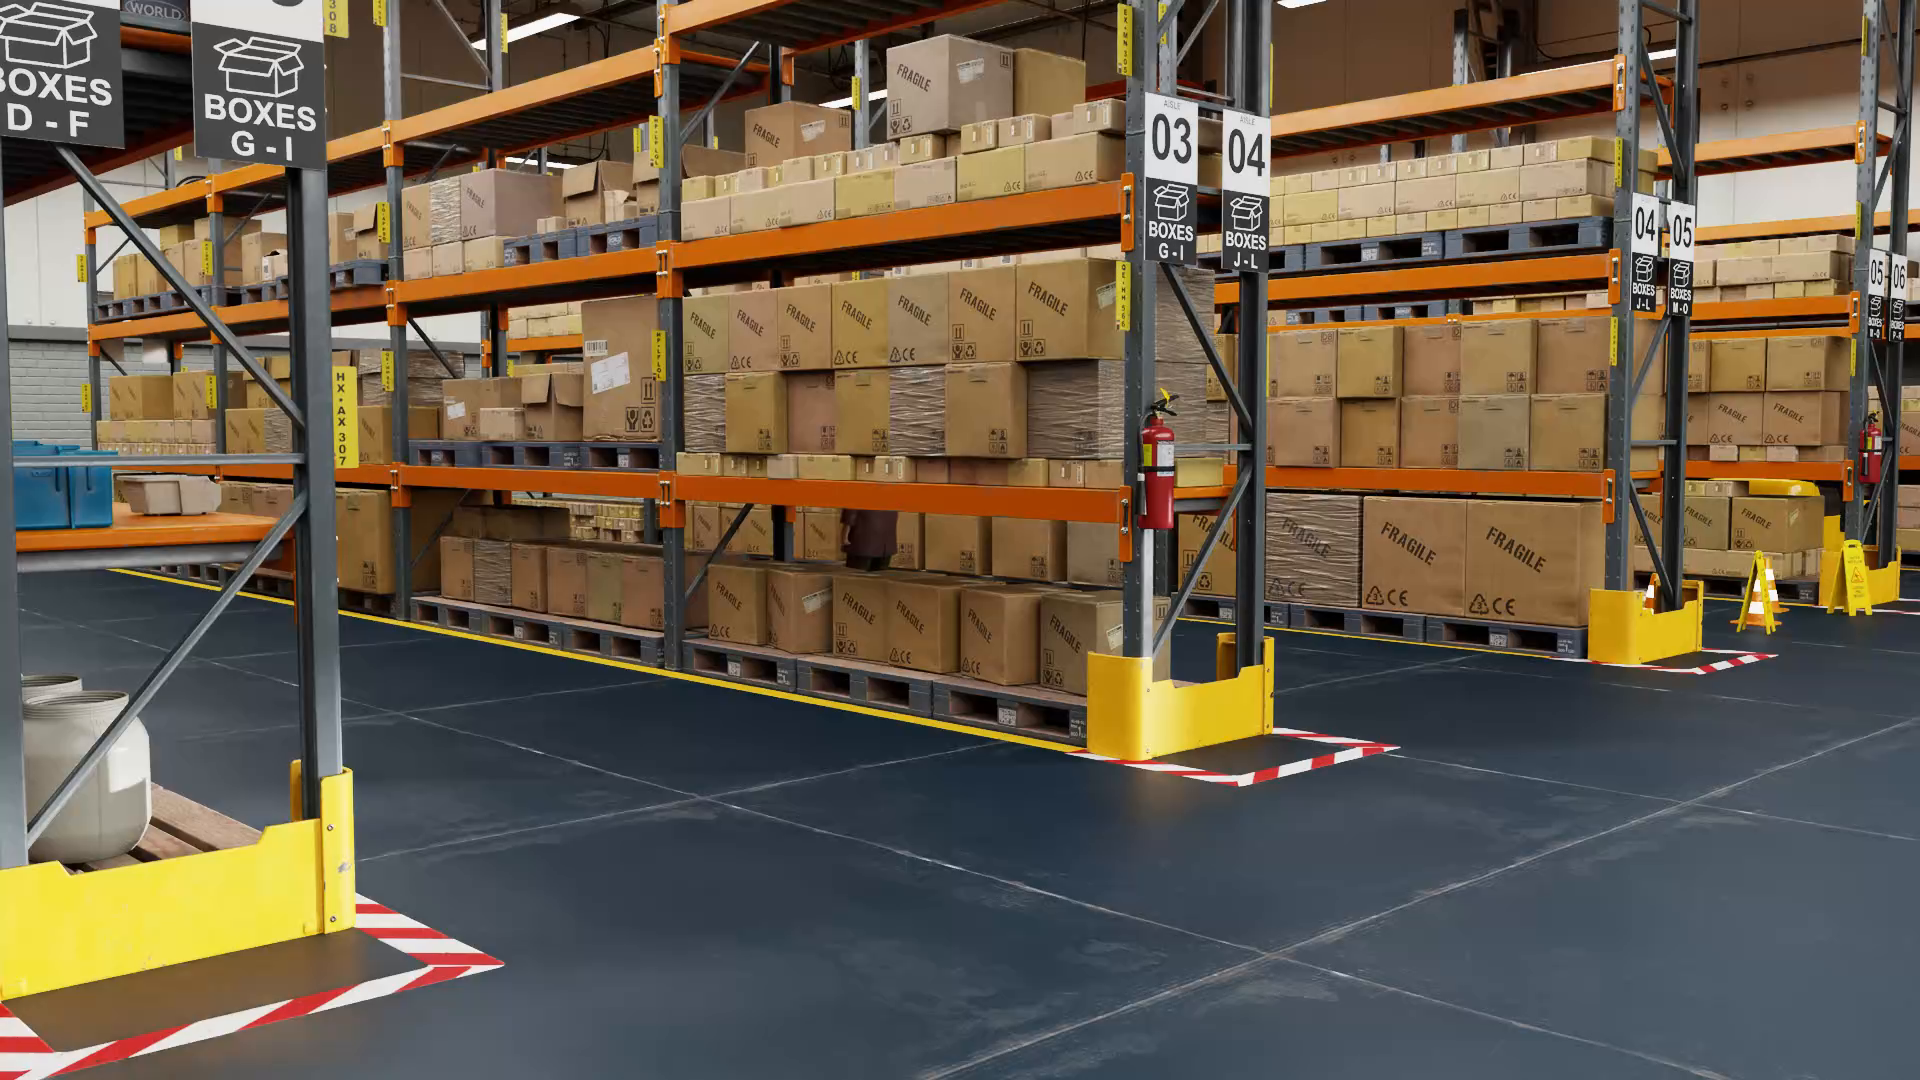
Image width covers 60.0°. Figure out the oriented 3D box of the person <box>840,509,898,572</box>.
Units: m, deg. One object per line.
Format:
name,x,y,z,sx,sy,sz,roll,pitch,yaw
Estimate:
person,-0.688,-0.118,12.523,0.433,1.772,0.646,3,5,34
